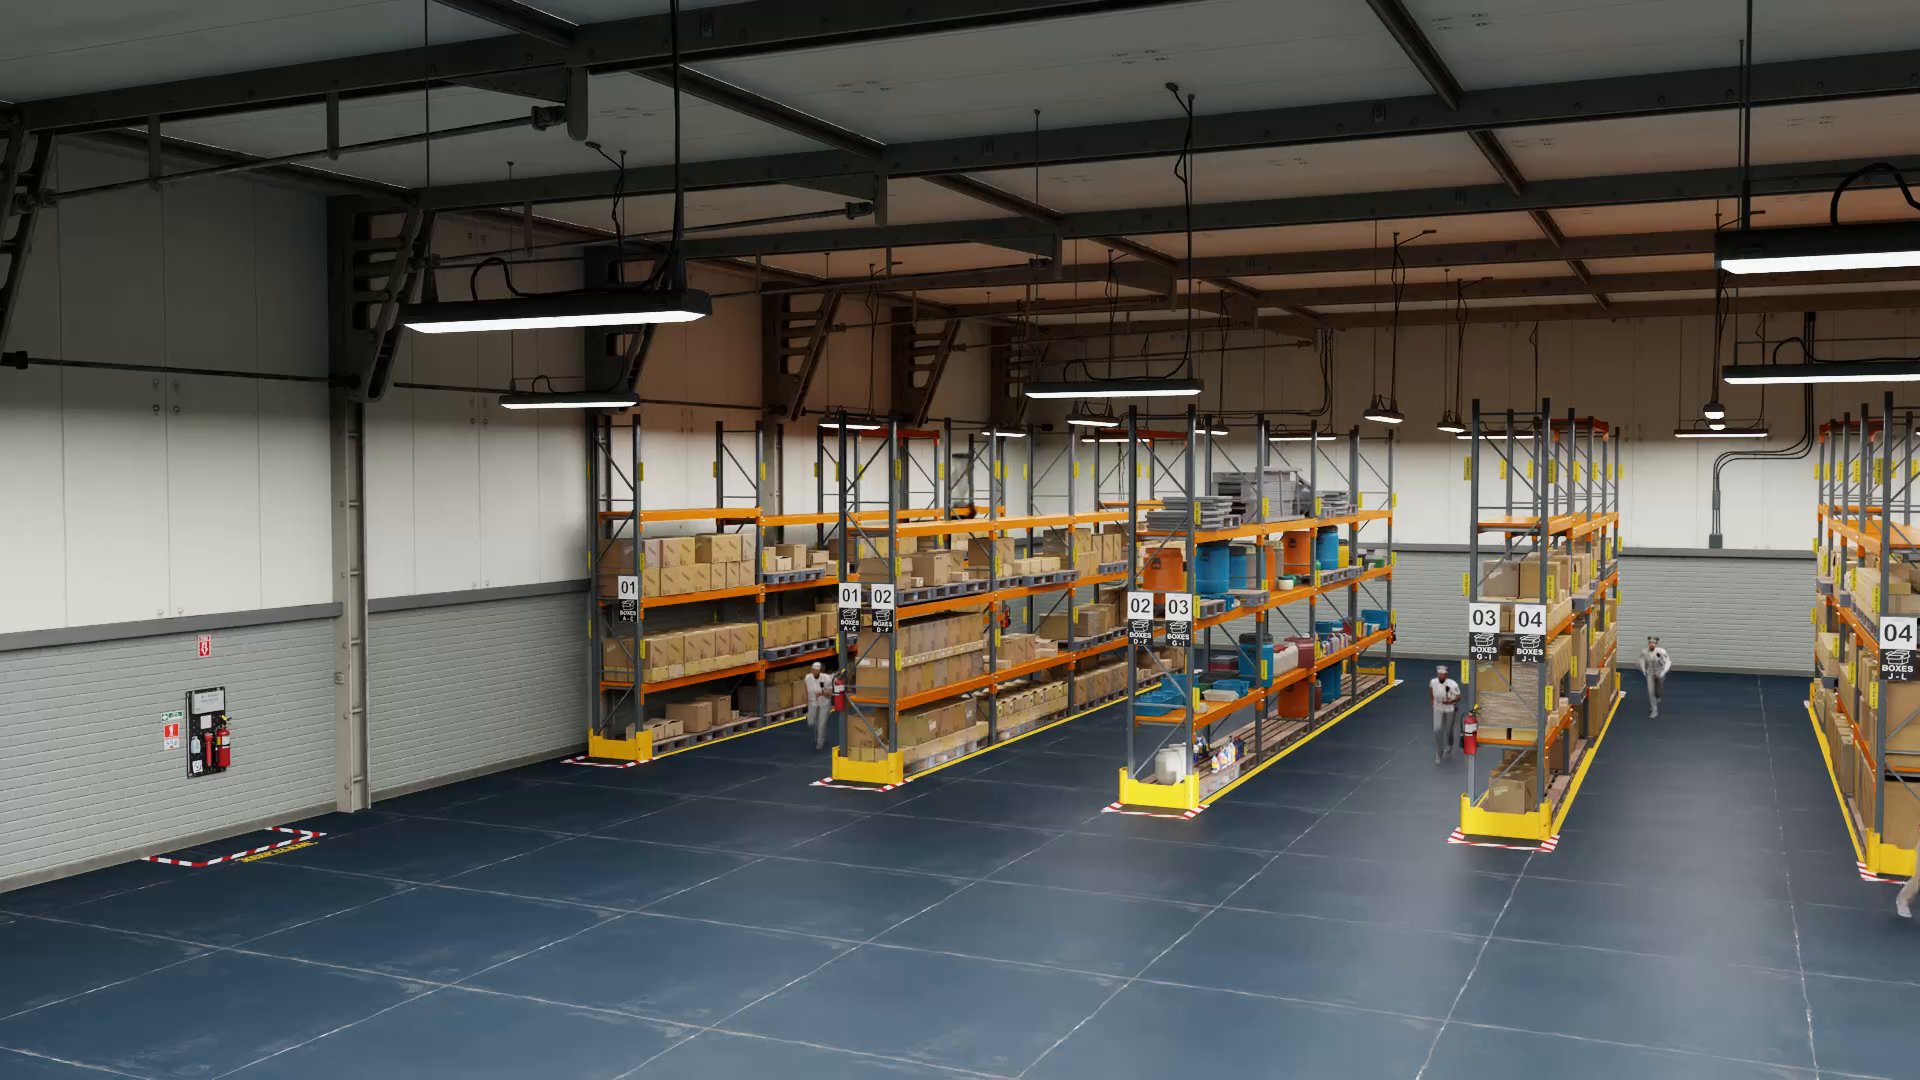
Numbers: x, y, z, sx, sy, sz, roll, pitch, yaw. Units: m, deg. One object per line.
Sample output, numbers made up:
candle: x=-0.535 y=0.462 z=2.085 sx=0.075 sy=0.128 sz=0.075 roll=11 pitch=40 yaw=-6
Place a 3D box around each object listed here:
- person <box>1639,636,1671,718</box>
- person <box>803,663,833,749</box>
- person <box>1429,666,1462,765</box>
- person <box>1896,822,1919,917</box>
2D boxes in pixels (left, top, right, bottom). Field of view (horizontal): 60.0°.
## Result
person: x=14.298 y=2.795 z=34.221 sx=0.623 sy=1.681 sz=0.913 roll=1 pitch=3 yaw=28
person: x=-2.568 y=2.987 z=29.951 sx=0.591 sy=1.592 sz=0.667 roll=0 pitch=2 yaw=7
person: x=8.417 y=2.996 z=28.840 sx=0.579 sy=1.695 sz=1.027 roll=1 pitch=3 yaw=24
person: x=10.671 y=3.467 z=18.192 sx=0.707 sy=1.697 sz=1.006 roll=0 pitch=2 yaw=-11
